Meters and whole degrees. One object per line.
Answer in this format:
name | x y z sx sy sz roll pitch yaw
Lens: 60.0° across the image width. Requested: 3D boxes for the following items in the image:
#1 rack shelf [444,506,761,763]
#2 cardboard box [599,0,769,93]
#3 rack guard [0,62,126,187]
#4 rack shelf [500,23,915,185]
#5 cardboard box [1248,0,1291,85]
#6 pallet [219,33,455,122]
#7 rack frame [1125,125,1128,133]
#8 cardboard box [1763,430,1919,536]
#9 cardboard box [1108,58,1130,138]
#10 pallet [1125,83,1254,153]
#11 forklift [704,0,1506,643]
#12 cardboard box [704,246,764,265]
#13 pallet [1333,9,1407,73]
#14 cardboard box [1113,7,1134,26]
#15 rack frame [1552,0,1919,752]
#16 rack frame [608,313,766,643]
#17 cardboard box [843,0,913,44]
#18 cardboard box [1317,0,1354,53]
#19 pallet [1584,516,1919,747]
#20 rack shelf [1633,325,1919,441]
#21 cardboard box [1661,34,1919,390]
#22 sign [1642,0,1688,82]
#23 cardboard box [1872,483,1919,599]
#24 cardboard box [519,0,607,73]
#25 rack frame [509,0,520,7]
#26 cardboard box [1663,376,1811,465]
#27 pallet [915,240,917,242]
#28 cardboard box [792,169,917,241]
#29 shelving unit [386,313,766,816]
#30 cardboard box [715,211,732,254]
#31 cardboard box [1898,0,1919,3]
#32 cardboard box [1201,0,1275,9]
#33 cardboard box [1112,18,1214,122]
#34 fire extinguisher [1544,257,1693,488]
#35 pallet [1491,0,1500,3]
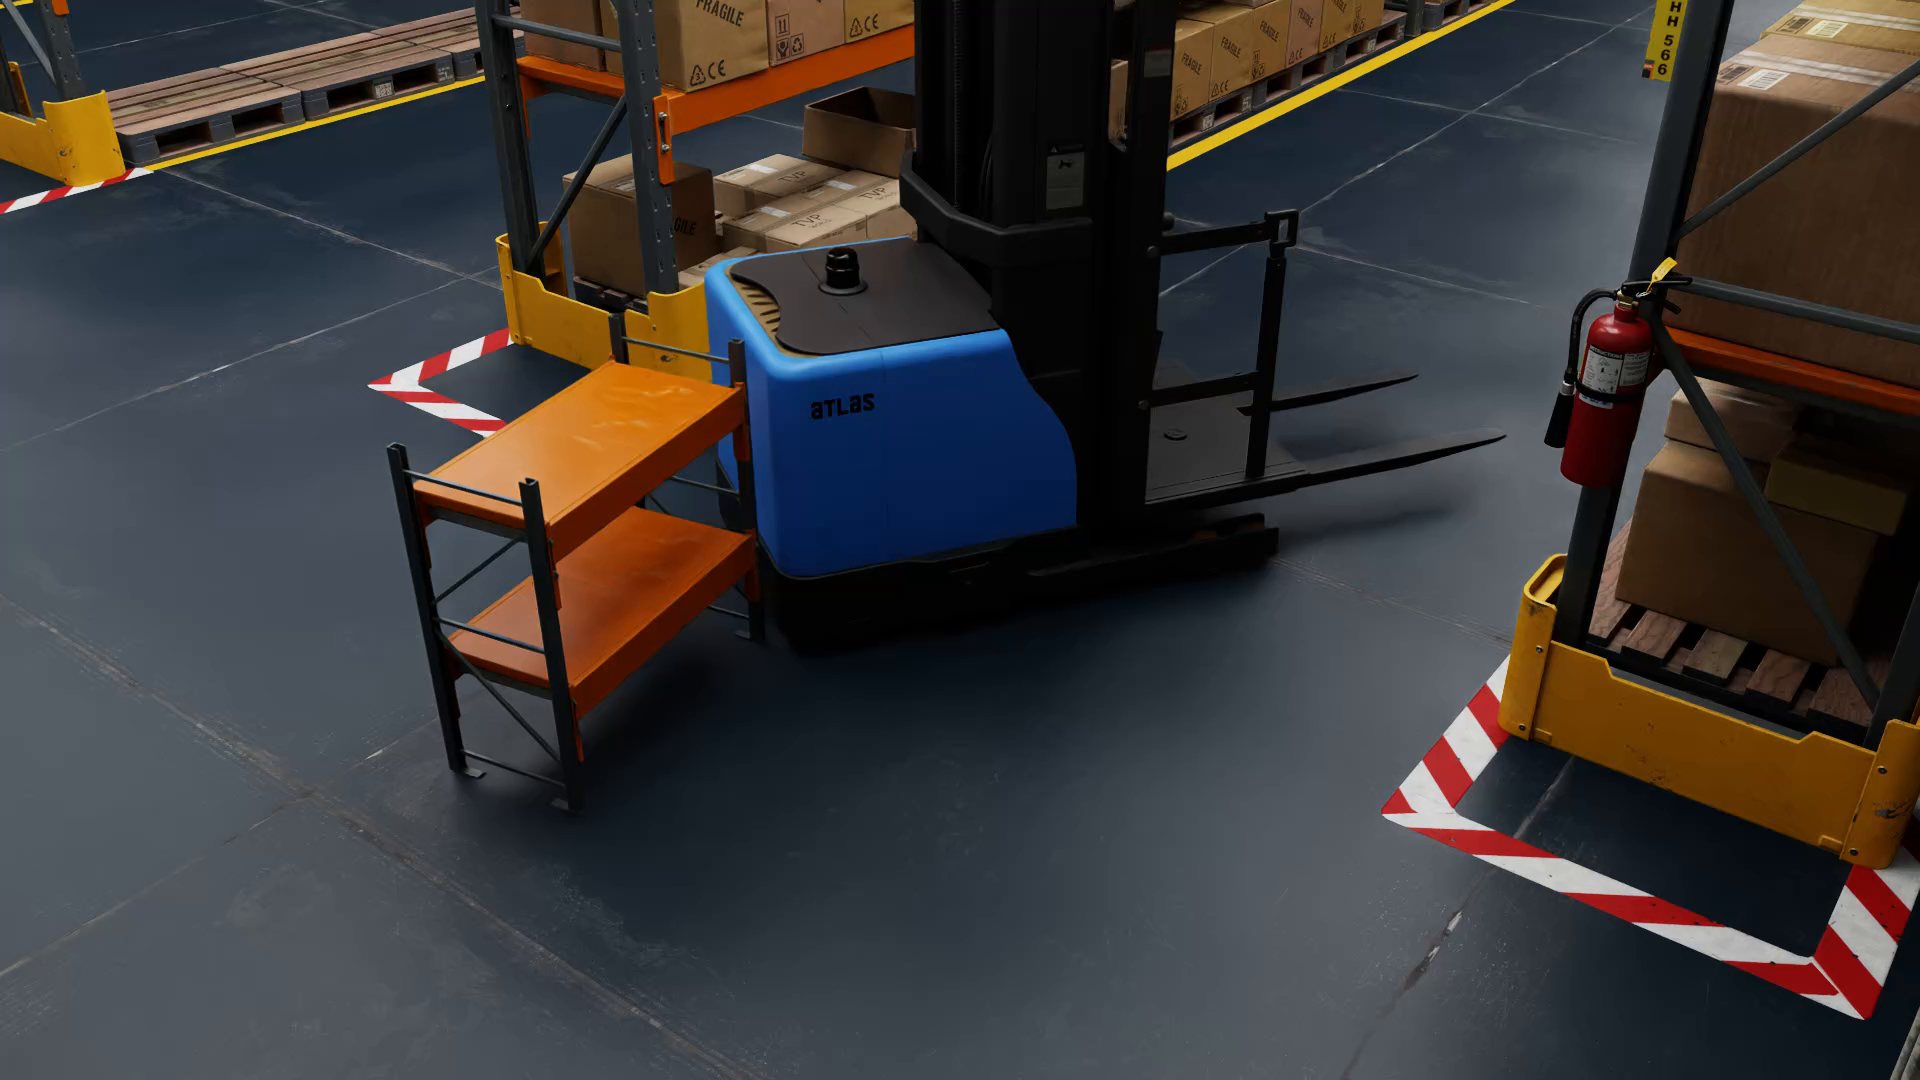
rack shelf | -1.128 0.254 5.303 0.538 0.278 1.000 14 33 22
cardboard box | -1.183 -2.257 7.123 0.500 0.500 0.500 22 37 32
rack guard | -5.612 -2.552 10.170 1.175 0.500 0.348 21 37 31
rack shelf | -0.454 -2.618 8.536 1.077 0.370 4.000 21 37 31
cardboard box | 1.860 -3.397 11.165 0.500 0.500 0.500 22 37 32
pallet | -4.343 -3.258 11.645 1.003 0.211 1.213 21 37 31
rack frame | 0.753 -3.741 9.724 1.000 3.000 0.127 21 37 31
cardboard box | 2.717 -0.179 5.118 0.380 0.149 0.250 21 37 32
cardboard box | 0.635 -2.536 9.711 0.500 0.500 0.500 21 37 31
pallet | 1.214 -2.883 11.013 1.003 0.211 1.213 21 37 31
forklift | 0.647 -1.371 5.793 3.031 2.935 1.130 -11 32 -18
cardboard box | -0.984 -1.251 7.871 0.380 0.166 0.250 21 37 31
pallet | 2.687 -3.875 12.686 1.003 0.211 1.213 21 37 31
cardboard box | 0.823 -3.143 10.736 0.500 0.500 0.500 21 37 31
rack frame | 2.290 -0.592 4.411 1.000 3.000 0.127 21 37 31
rack frame | -0.906 -0.190 5.572 0.500 1.125 0.032 14 33 22
cardboard box | -0.571 -2.671 7.822 0.500 0.500 0.500 21 37 31
cardboard box | 2.478 -3.818 11.874 0.500 0.500 0.500 20 36 30
pallet | 2.711 0.259 5.711 1.003 0.211 1.213 21 37 31
rack shelf | 3.498 -1.095 5.966 1.077 0.370 4.000 21 37 31
cardboard box | 2.590 -0.931 4.689 0.980 0.700 0.700 23 38 33
sign | 1.866 -1.364 4.346 0.100 0.325 0.005 21 37 31
cardboard box | 2.935 -0.216 5.816 0.700 0.500 0.500 21 37 31
cardboard box | -1.608 -2.423 7.404 0.500 0.500 0.500 22 37 33
rack frame | -3.194 -5.266 12.299 1.000 3.000 0.127 21 37 31
cardboard box | 2.565 -0.400 5.490 0.380 0.149 0.250 21 36 31
pallet | -0.398 -1.764 9.124 1.003 0.211 1.213 21 37 31
cardboard box | -0.503 -1.661 8.481 0.500 0.250 0.500 21 37 31
shelving unit | -1.128 0.043 5.178 0.538 1.125 1.048 14 33 22
cardboard box | -1.213 -1.519 8.323 0.380 0.166 0.250 21 37 31
cardboard box | 3.488 -1.537 5.712 0.980 0.700 0.700 19 36 29
cardboard box | 1.843 -3.705 10.949 0.500 0.250 0.500 21 37 31
cardboard box | 1.240 -2.976 10.454 0.500 0.500 0.500 19 36 29
fire extinguisher | 1.831 -0.479 4.662 0.296 0.674 0.183 21 37 31
pallet | 4.433 -4.983 14.556 1.003 0.211 1.213 21 37 31
